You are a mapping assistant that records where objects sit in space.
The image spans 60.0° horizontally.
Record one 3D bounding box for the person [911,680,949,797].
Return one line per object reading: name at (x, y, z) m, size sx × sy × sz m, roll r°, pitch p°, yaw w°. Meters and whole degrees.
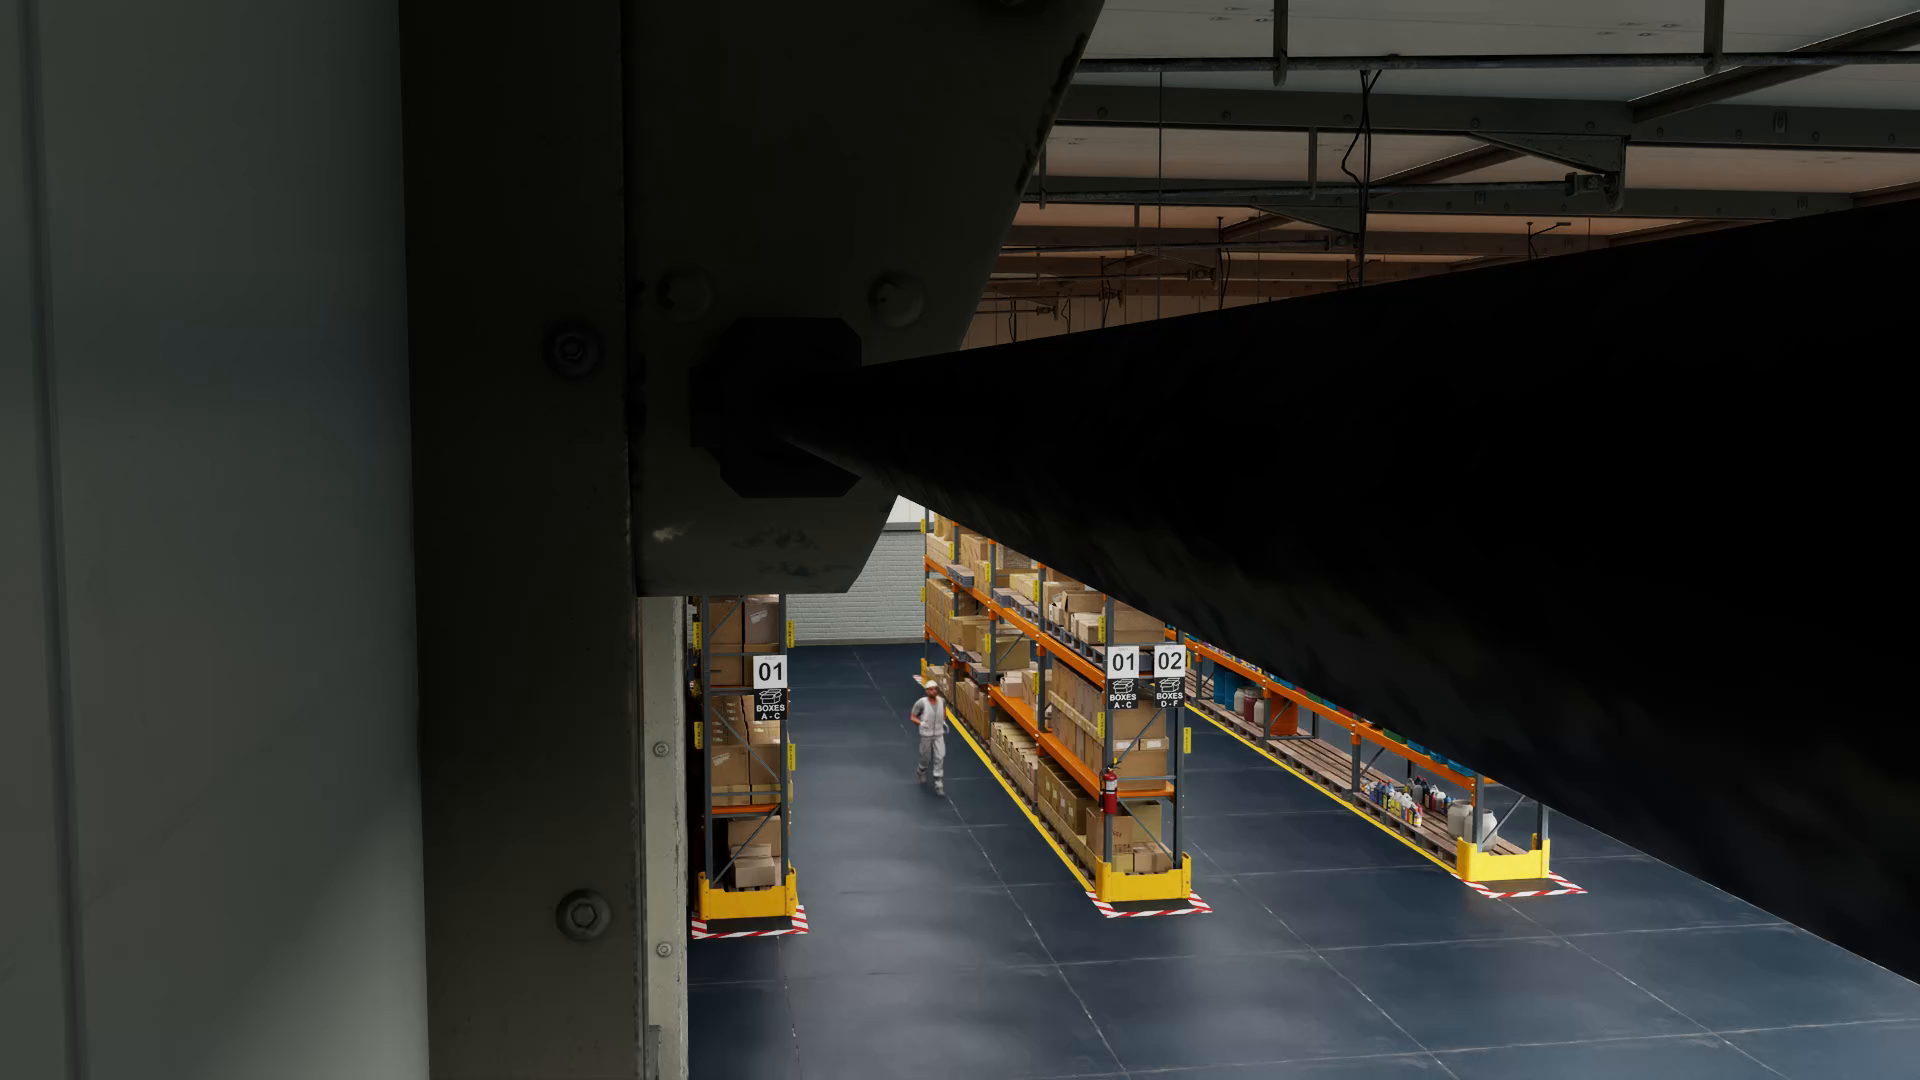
person at (-0.465, 3.102, 26.353) m, size 0.648 × 1.778 × 1.008 m, roll -2°, pitch 5°, yaw -18°
